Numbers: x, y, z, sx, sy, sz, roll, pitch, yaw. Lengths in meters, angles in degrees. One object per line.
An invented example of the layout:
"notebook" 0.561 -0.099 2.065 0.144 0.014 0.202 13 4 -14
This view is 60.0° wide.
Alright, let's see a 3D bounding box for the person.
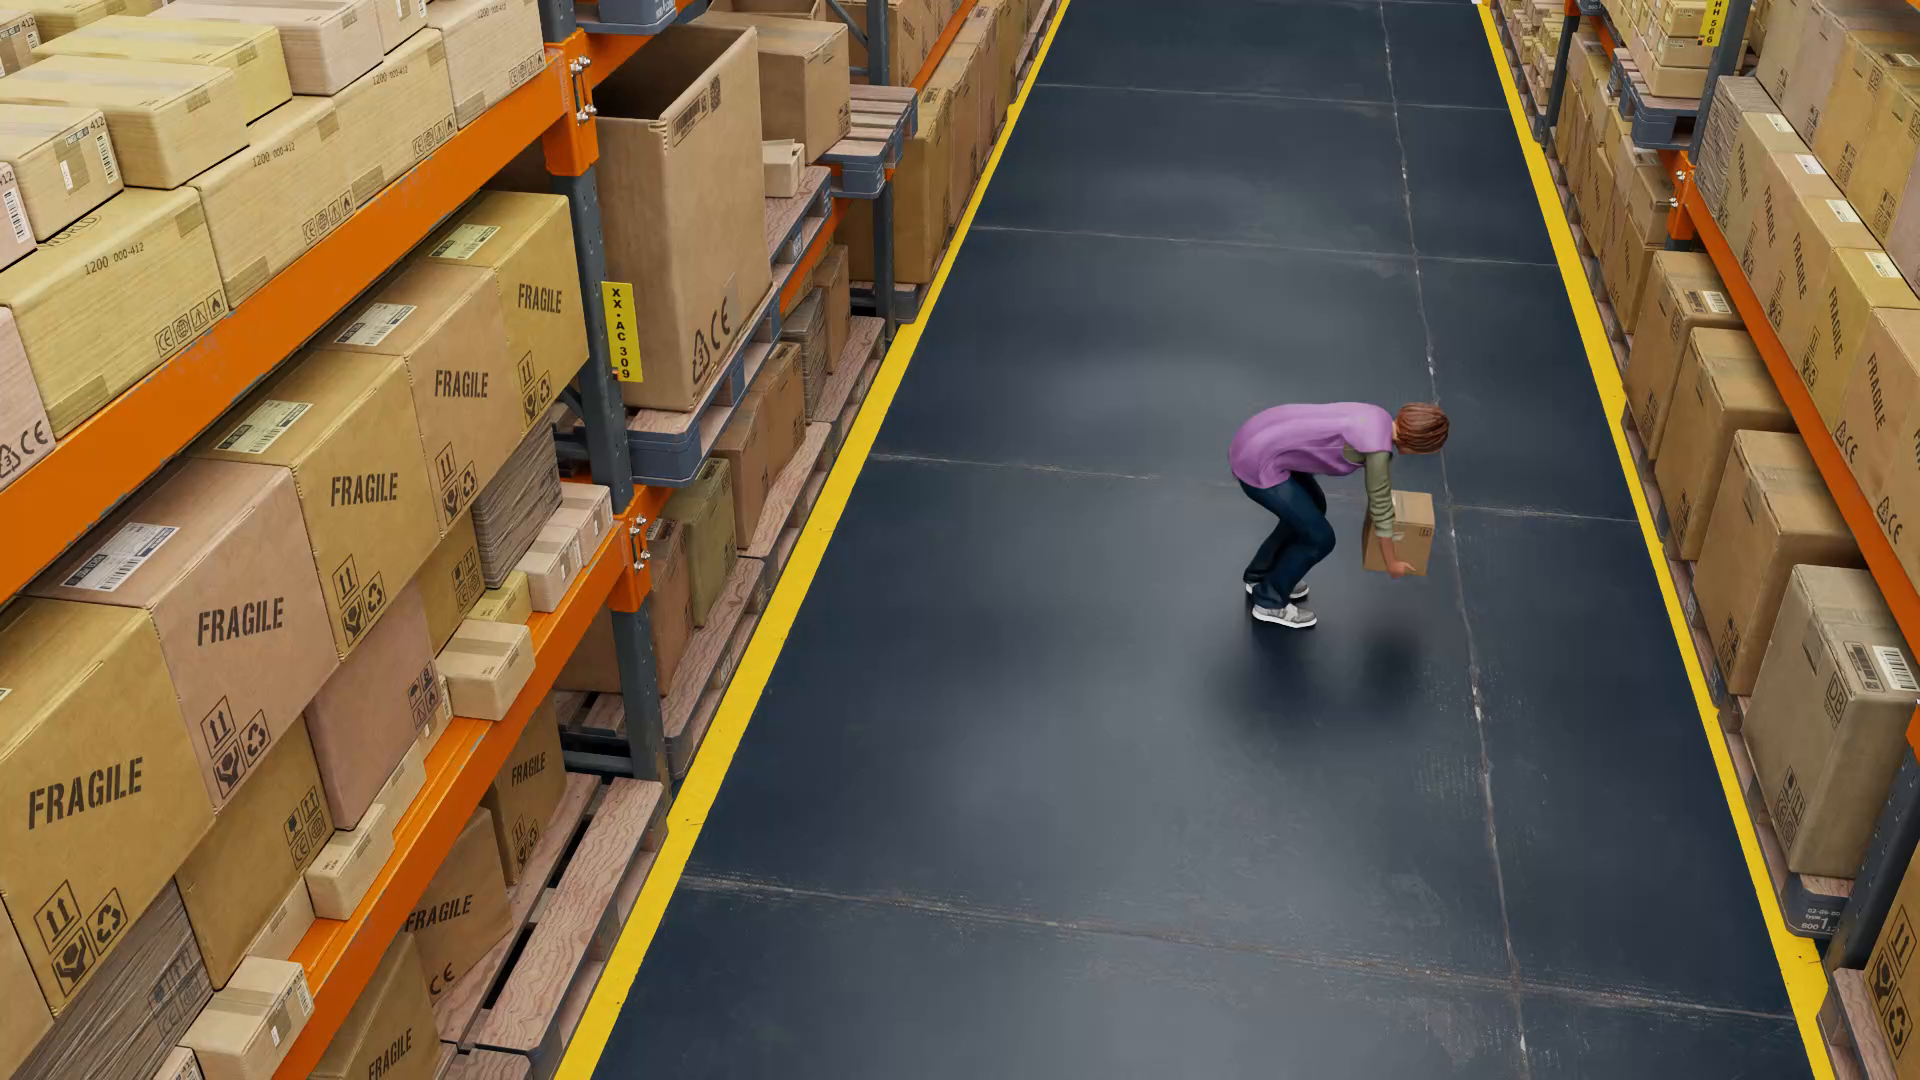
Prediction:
"person" 1.521 -0.125 6.879 0.857 1.015 0.412 4 33 6
